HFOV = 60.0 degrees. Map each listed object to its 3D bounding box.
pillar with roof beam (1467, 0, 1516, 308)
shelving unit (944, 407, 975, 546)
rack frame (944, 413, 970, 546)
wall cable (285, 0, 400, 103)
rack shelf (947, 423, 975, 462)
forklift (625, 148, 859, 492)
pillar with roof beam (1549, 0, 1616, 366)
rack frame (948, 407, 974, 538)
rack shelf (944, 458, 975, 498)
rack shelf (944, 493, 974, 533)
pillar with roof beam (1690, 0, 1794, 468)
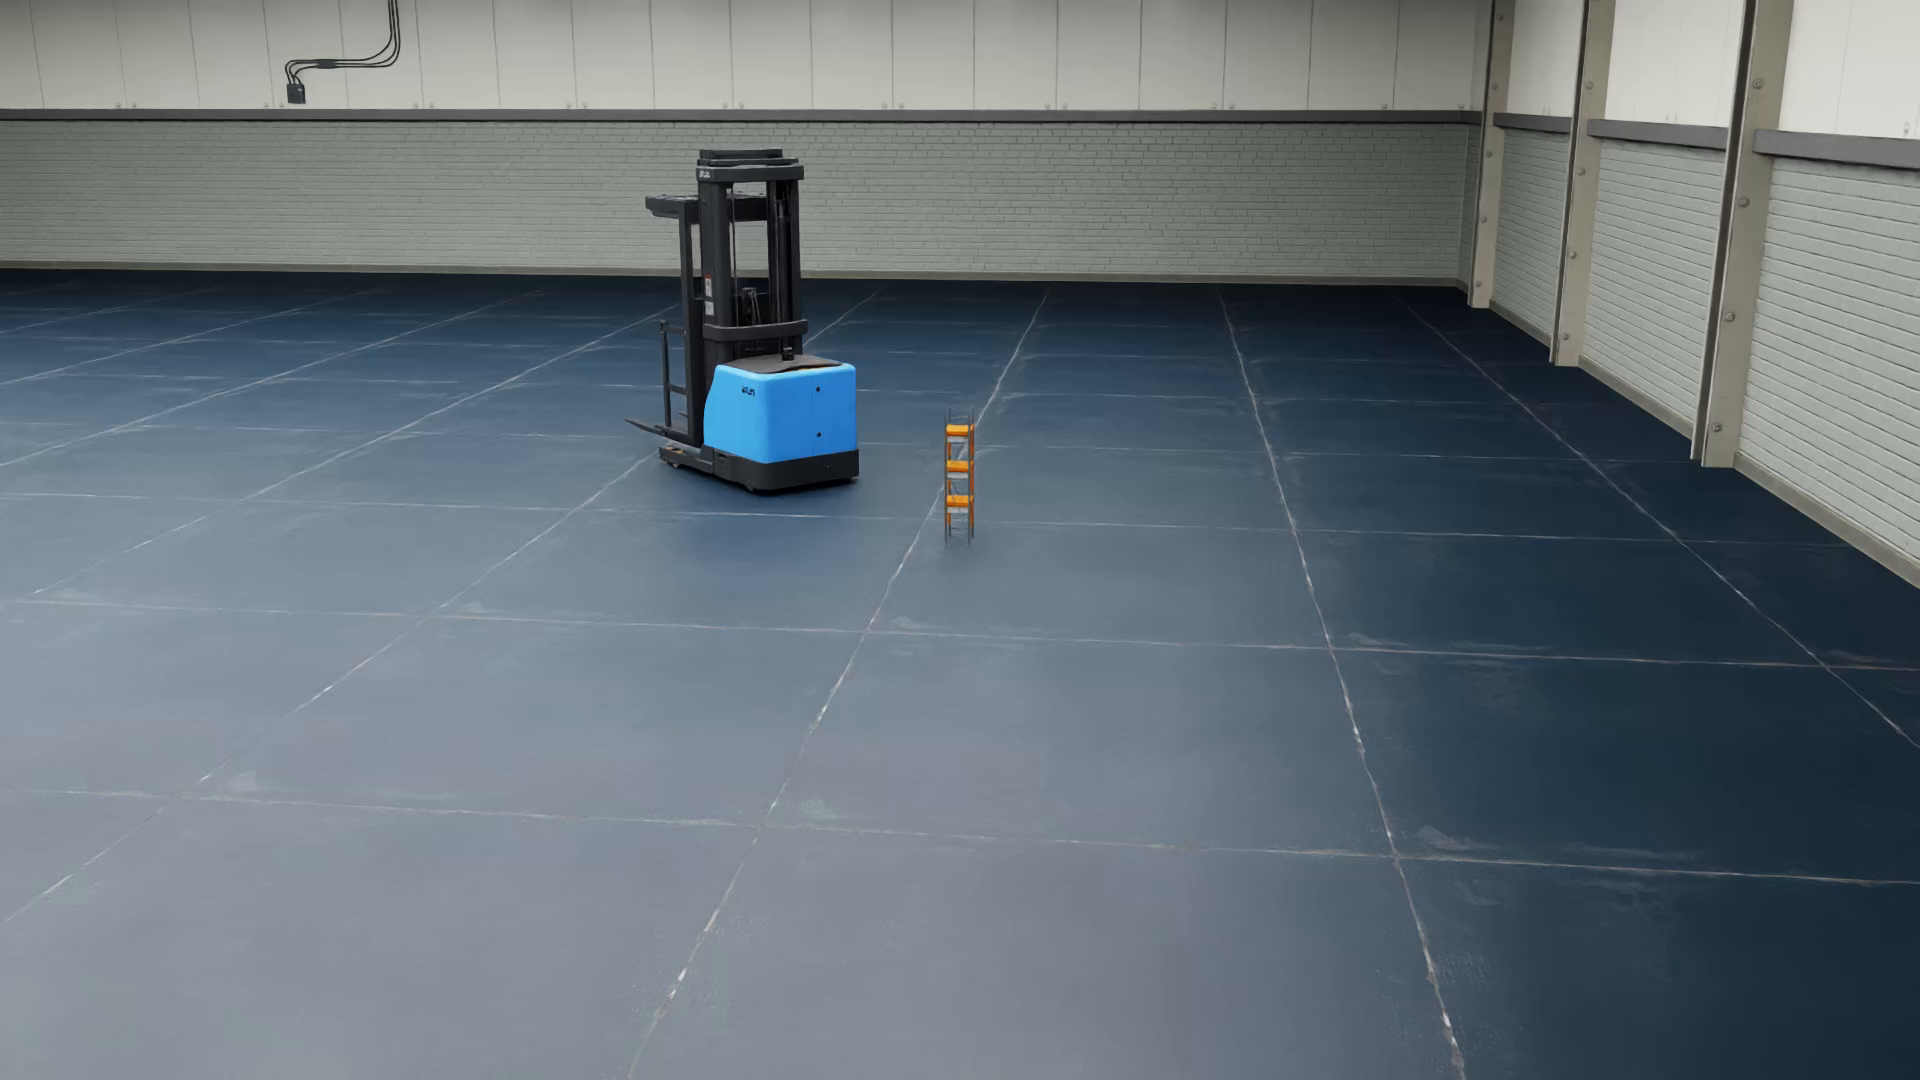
[{"bbox_3d":[4.274,-8.321,26.697,9.100,9.000,0.400,2,15,6],"label":"pillar with roof beam"},{"bbox_3d":[-0.006,-0.493,12.974,0.215,1.050,0.252,2,15,6],"label":"shelving unit"},{"bbox_3d":[-0.020,-0.461,12.857,0.200,1.050,0.008,2,15,6],"label":"rack frame"},{"bbox_3d":[-11.670,-11.206,30.848,2.305,6.003,0.169,2,15,6],"label":"wall cable"},{"bbox_3d":[-0.006,-0.757,12.902,0.215,0.259,0.240,2,15,6],"label":"rack shelf"},{"bbox_3d":[-2.210,-2.167,15.560,1.130,2.935,3.031,-11,19,-36],"label":"forklift"},{"bbox_3d":[3.597,-6.765,20.942,9.100,9.000,0.400,2,15,6],"label":"pillar with roof beam"},{"bbox_3d":[0.008,-0.525,13.091,0.200,1.050,0.008,2,15,6],"label":"rack frame"},{"bbox_3d":[-0.006,-0.483,12.976,0.215,0.259,0.240,2,15,6],"label":"rack shelf"},{"bbox_3d":[-0.006,-0.214,13.049,0.215,0.259,0.240,2,15,6],"label":"rack shelf"},{"bbox_3d":[2.920,-5.209,15.187,9.100,9.000,0.400,2,15,6],"label":"pillar with roof beam"}]
